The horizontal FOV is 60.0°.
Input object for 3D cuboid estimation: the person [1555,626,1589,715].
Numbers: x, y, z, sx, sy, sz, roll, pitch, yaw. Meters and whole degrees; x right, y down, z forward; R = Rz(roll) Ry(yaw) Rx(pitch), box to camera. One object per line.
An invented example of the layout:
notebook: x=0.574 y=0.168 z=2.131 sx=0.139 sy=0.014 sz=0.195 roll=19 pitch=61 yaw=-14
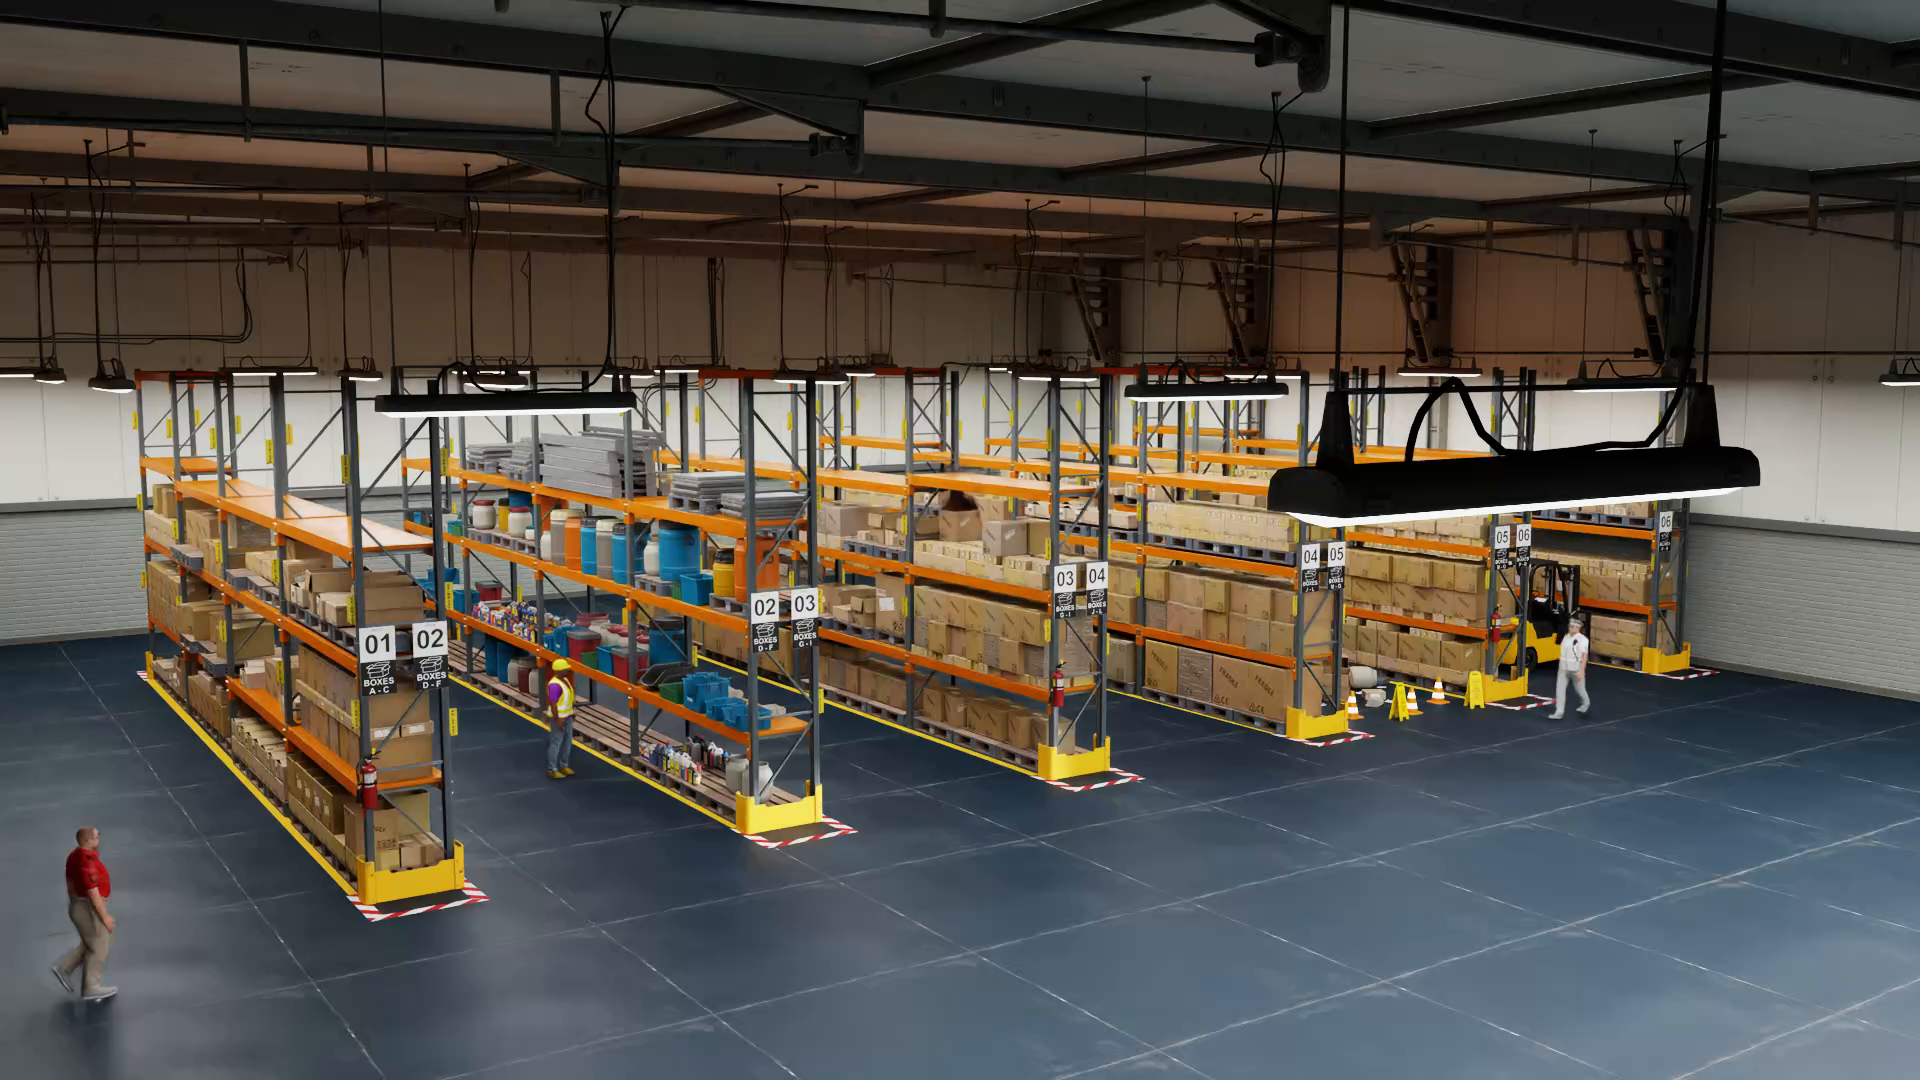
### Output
person: x=10.668 y=2.250 z=28.871 sx=0.508 sy=1.558 sz=0.787 roll=5 pitch=8 yaw=38

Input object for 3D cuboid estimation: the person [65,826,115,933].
person: x=-8.483 y=3.288 z=16.201 sx=0.351 sy=1.023 sz=0.576 roll=-5 pitch=8 yaw=-36

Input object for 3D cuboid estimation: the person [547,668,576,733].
person: x=-5.956 y=2.317 z=24.820 sx=0.371 sy=1.033 sz=0.615 roll=2 pitch=7 yaw=19
